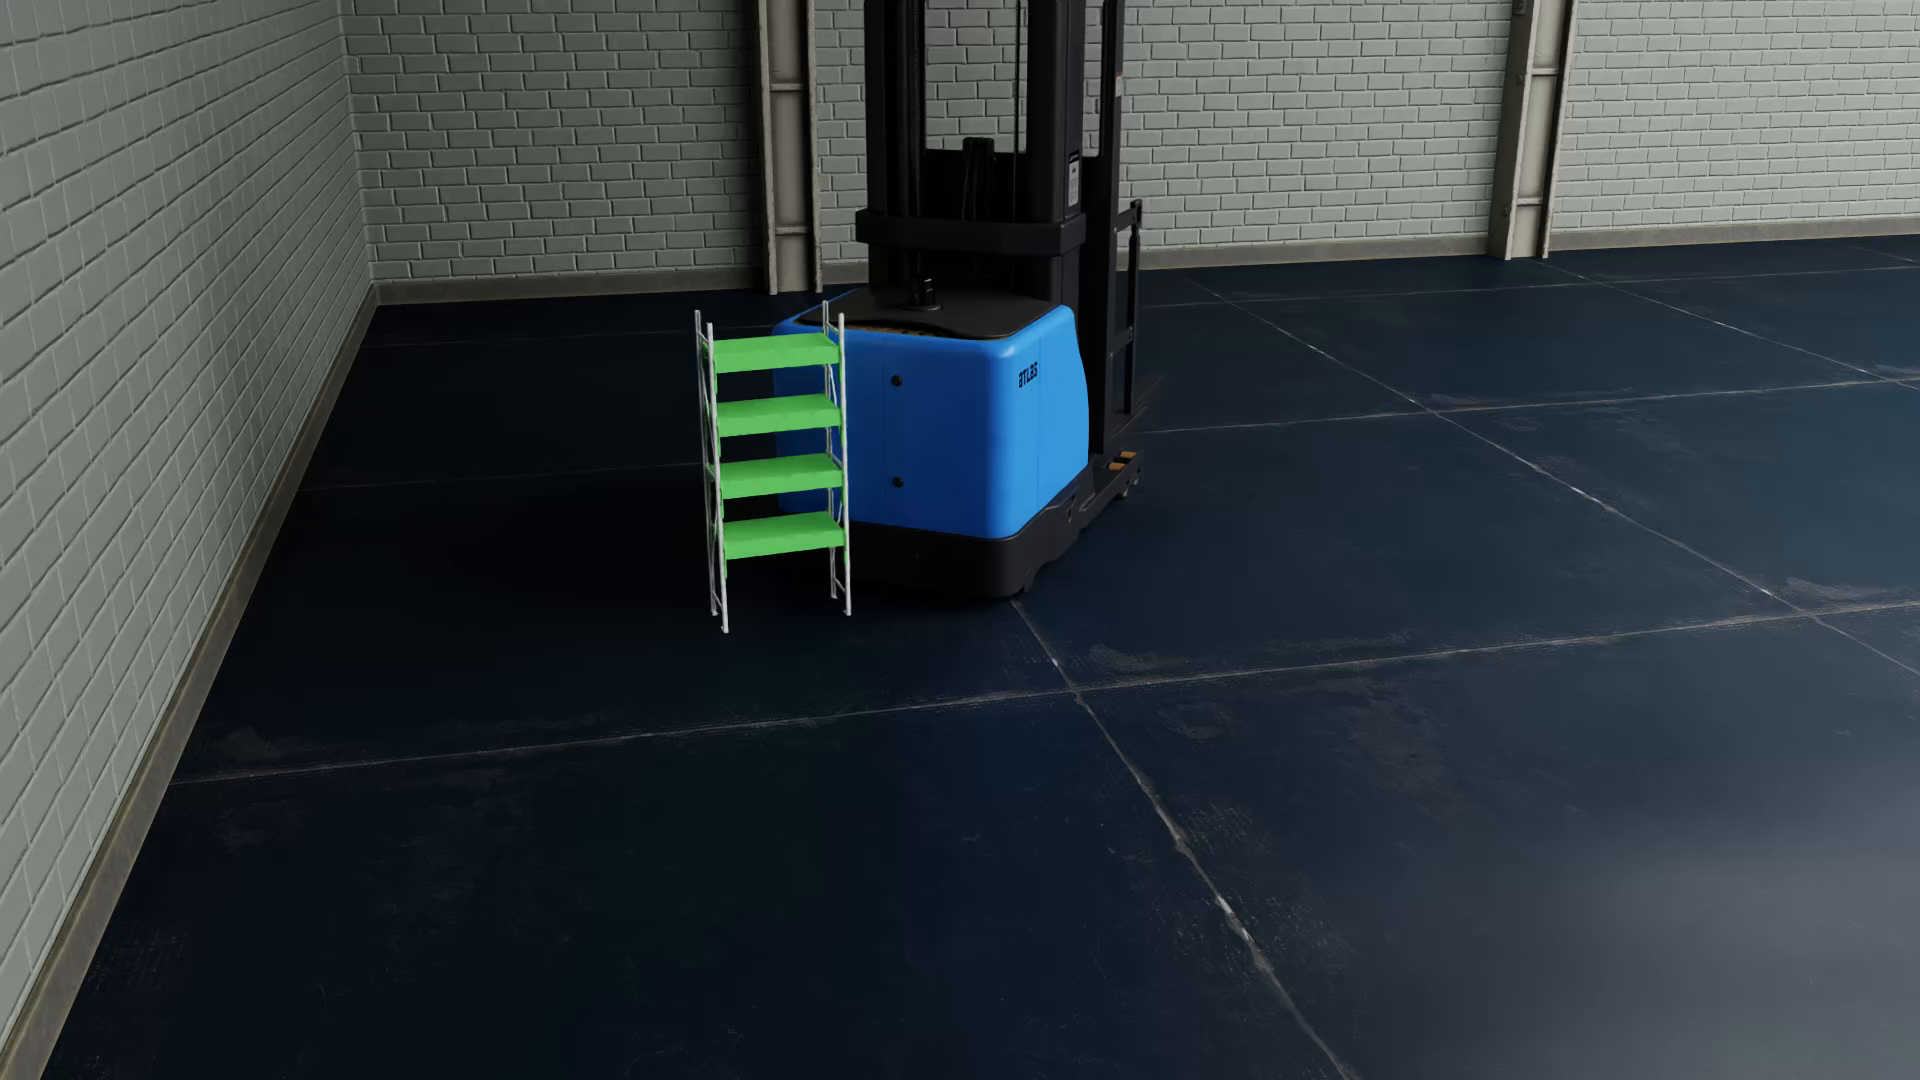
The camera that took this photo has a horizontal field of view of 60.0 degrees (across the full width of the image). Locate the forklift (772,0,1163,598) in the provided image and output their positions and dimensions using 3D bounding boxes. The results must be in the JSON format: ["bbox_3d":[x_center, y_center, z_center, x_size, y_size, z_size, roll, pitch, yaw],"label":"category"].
[{"bbox_3d":[0.248,-1.623,7.484,1.130,2.935,3.031,8,21,20],"label":"forklift"}]

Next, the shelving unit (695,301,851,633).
[{"bbox_3d":[-0.703,-0.276,6.323,0.503,1.200,0.258,-7,21,-19],"label":"shelving unit"}]

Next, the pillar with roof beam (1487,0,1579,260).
[{"bbox_3d":[5.584,-5.132,8.243,0.400,9.000,9.100,-5,21,-12],"label":"pillar with roof beam"}]

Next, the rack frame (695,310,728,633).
[{"bbox_3d":[-0.933,-0.247,6.245,0.015,1.200,0.240,-7,21,-19],"label":"rack frame"}]

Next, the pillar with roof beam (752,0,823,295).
[{"bbox_3d":[-0.255,-4.657,6.946,0.400,9.000,9.100,-5,21,-12],"label":"pillar with roof beam"}]

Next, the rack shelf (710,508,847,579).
[{"bbox_3d":[-0.703,0.010,6.427,0.480,0.148,0.258,-7,21,-19],"label":"rack shelf"}]

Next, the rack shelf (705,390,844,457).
[{"bbox_3d":[-0.703,-0.441,6.262,0.480,0.148,0.258,-7,21,-19],"label":"rack shelf"}]

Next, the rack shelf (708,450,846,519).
[{"bbox_3d":[-0.703,-0.216,6.345,0.480,0.148,0.258,-7,21,-19],"label":"rack shelf"}]

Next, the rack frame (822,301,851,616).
[{"bbox_3d":[-0.474,-0.304,6.401,0.015,1.200,0.240,-7,21,-19],"label":"rack frame"}]

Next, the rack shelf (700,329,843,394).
[{"bbox_3d":[-0.703,-0.666,6.180,0.480,0.148,0.258,-7,21,-19],"label":"rack shelf"}]
